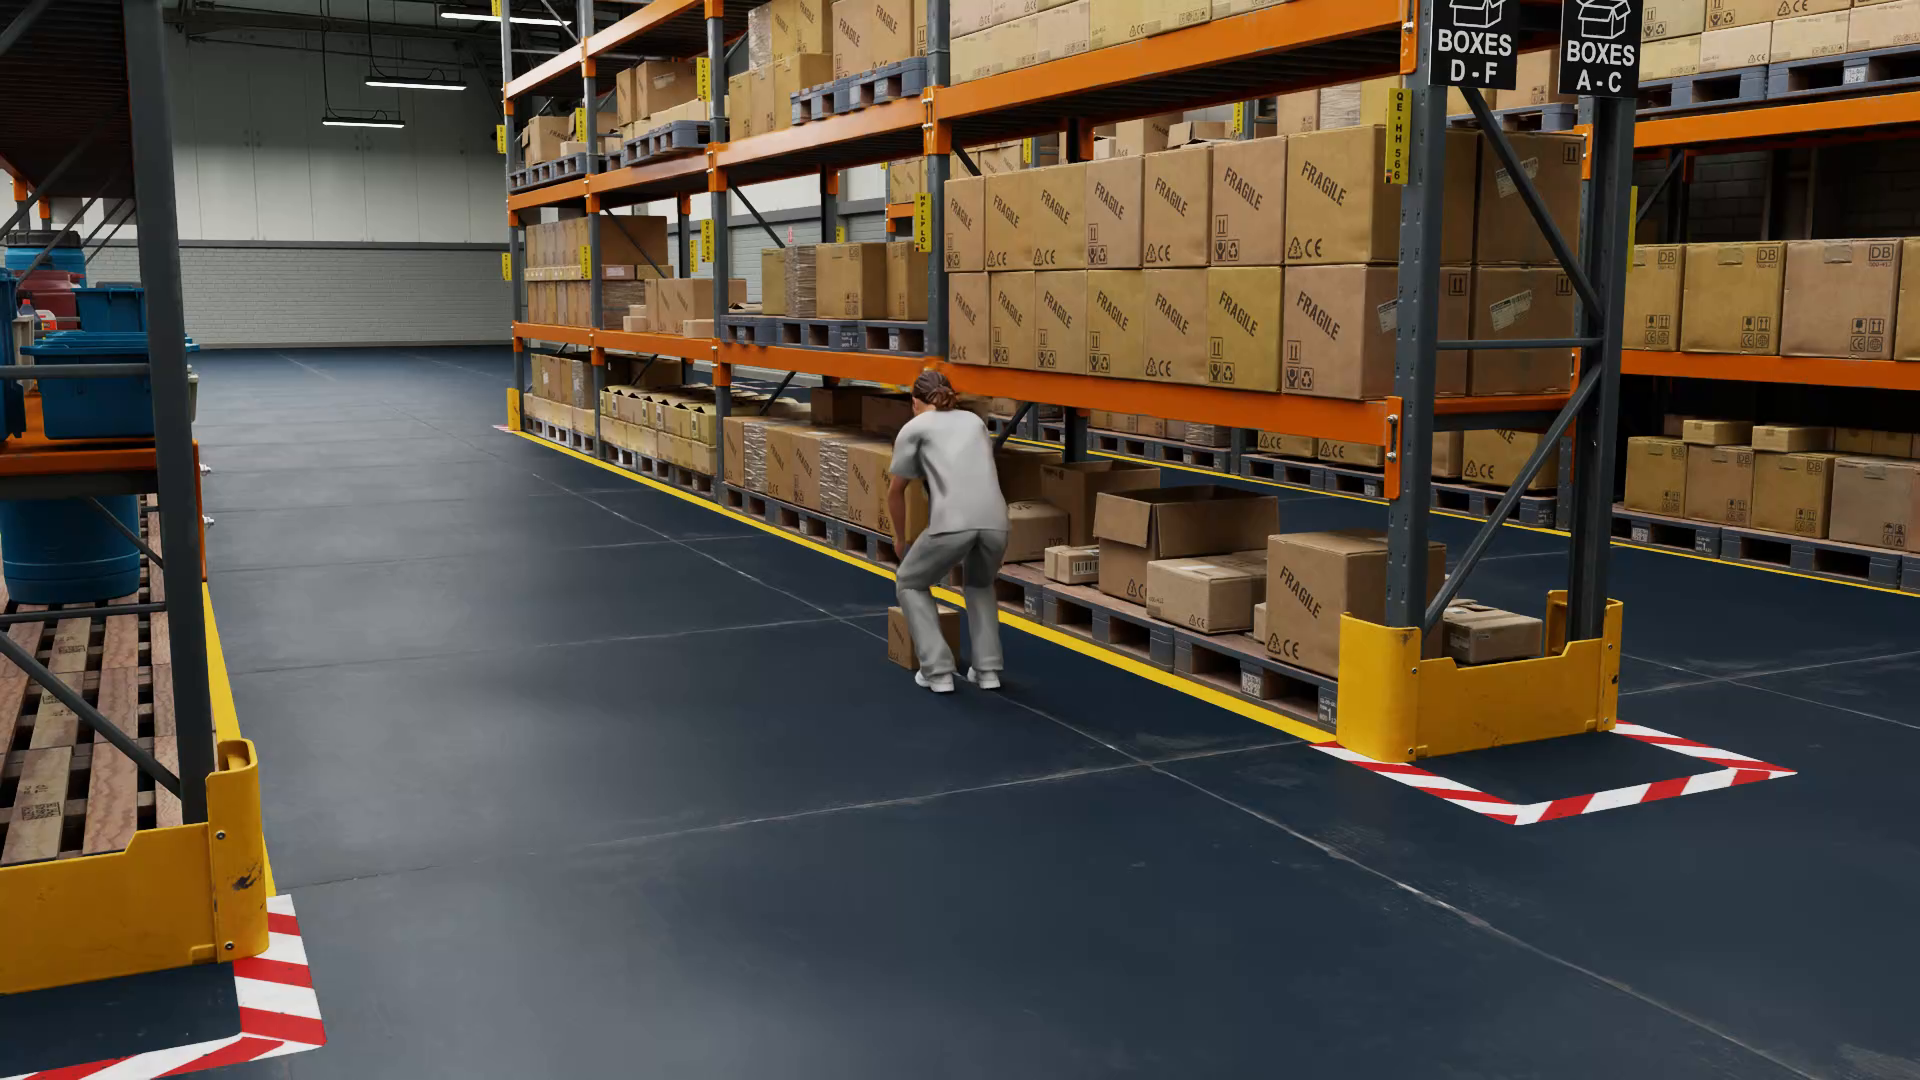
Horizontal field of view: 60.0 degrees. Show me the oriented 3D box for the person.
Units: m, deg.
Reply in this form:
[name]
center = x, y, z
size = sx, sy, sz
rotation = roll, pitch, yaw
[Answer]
[person]
center = -0.056, -0.041, 7.192
size = 0.491, 1.362, 0.652
rotation = -3, 9, -18
